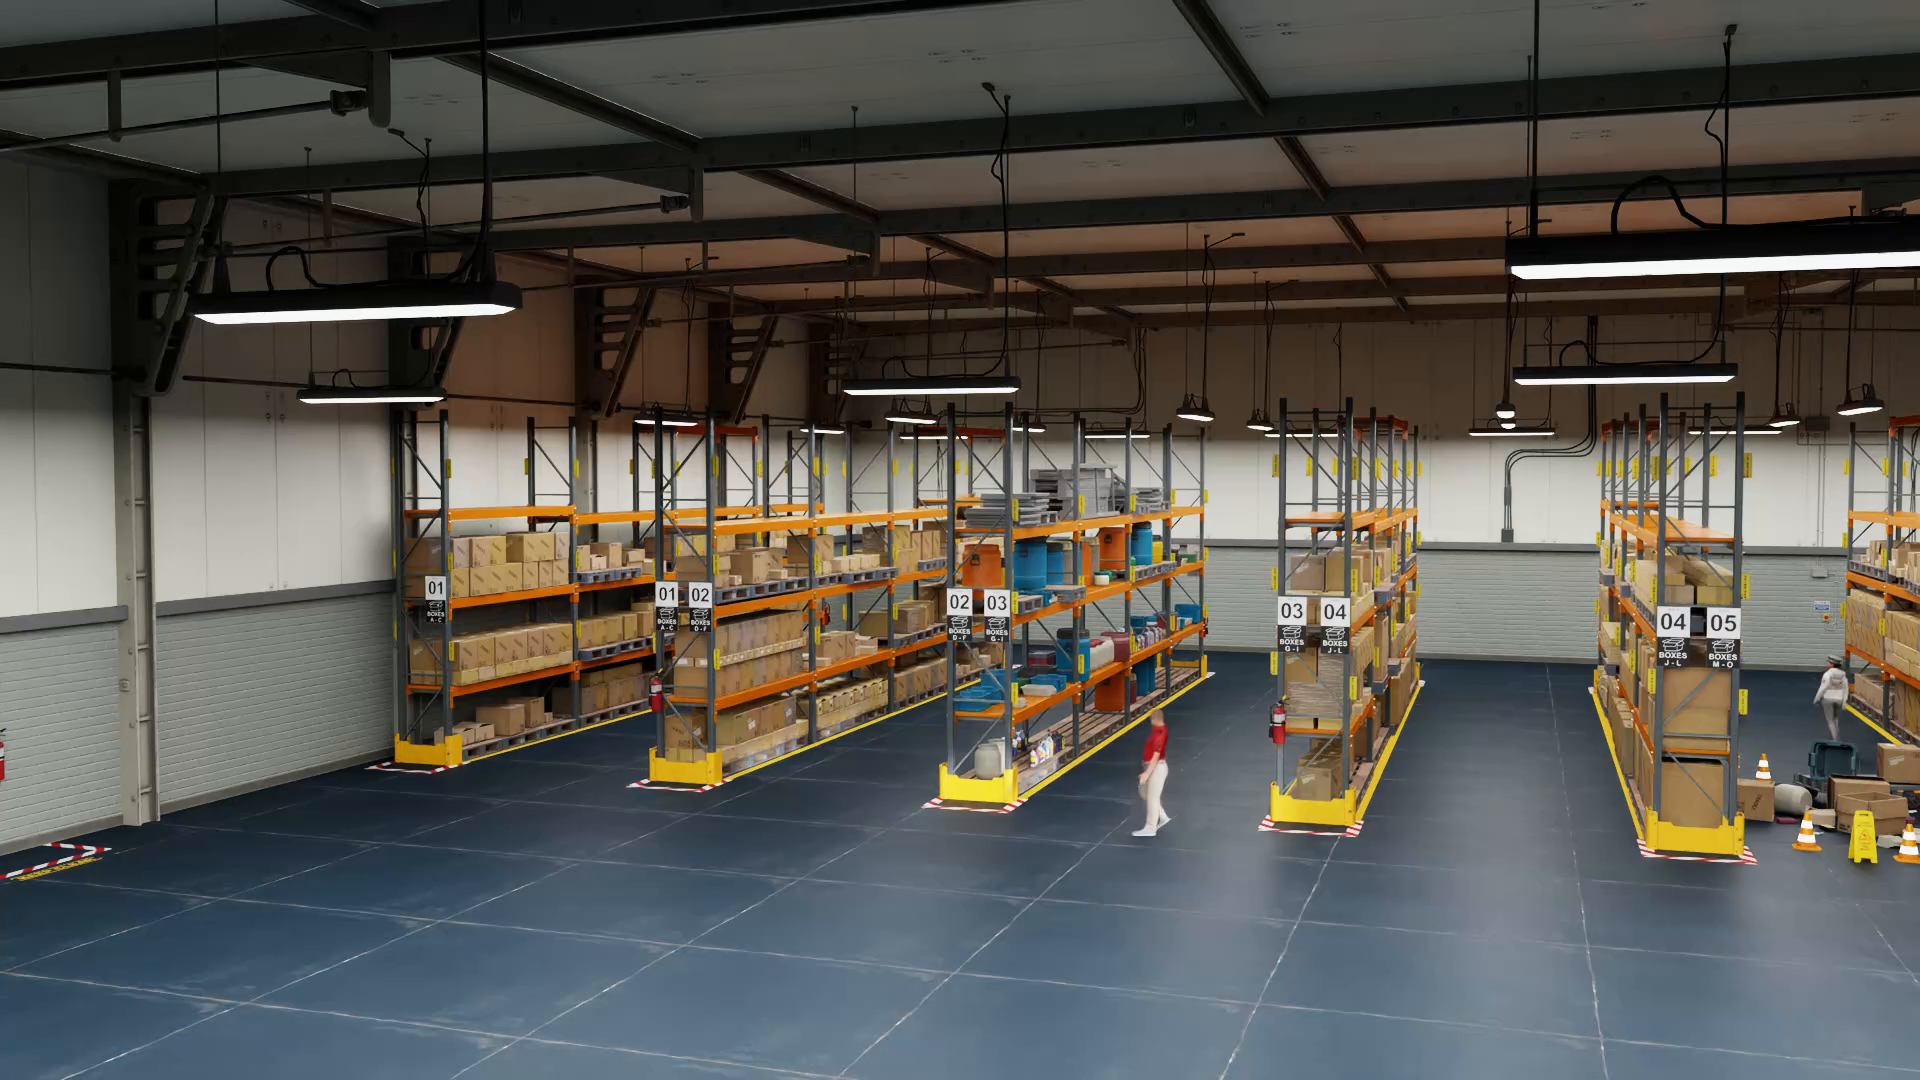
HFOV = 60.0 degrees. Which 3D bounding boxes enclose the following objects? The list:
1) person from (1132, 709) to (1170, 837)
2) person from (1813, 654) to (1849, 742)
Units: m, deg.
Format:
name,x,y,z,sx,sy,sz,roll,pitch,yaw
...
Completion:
name,x,y,z,sx,sy,sz,roll,pitch,yaw
person,2.612,3.174,22.696,0.554,1.748,0.604,0,2,-1
person,15.538,2.886,29.623,0.549,1.714,0.656,0,2,5
